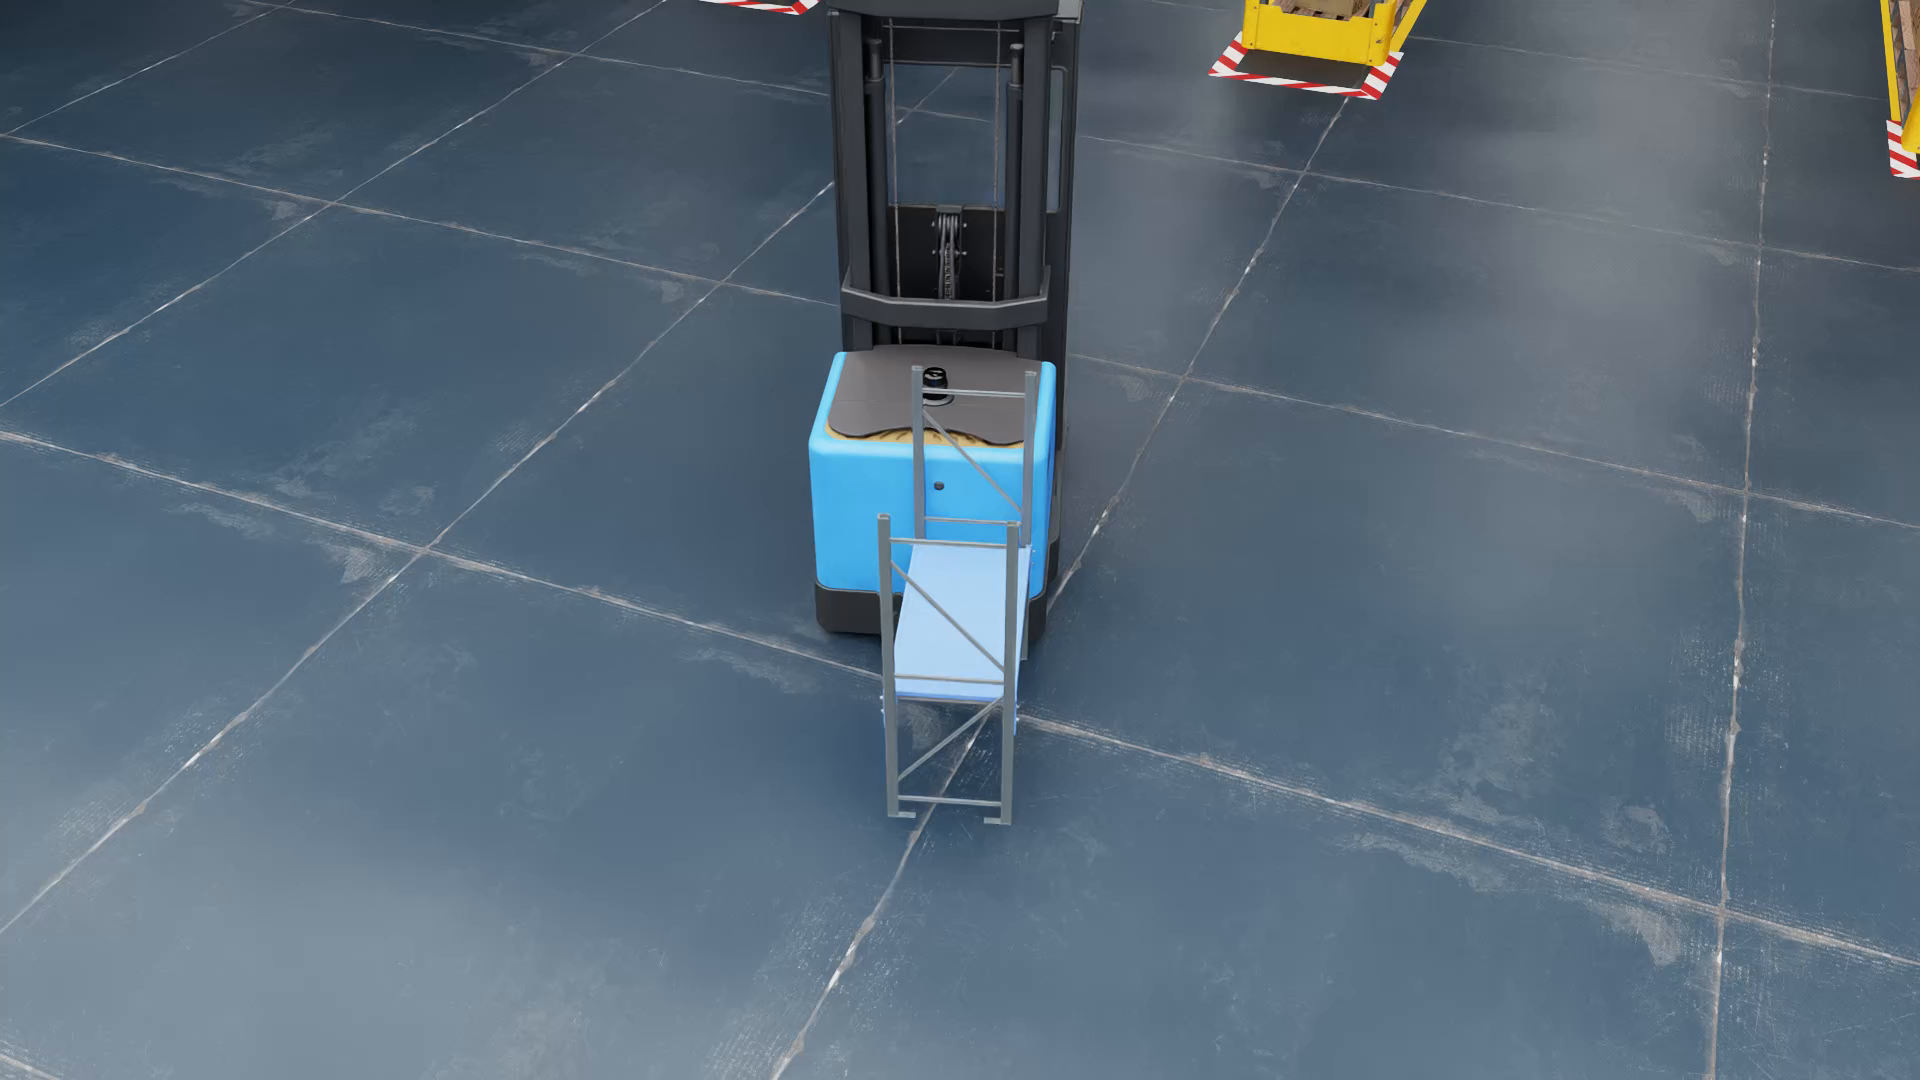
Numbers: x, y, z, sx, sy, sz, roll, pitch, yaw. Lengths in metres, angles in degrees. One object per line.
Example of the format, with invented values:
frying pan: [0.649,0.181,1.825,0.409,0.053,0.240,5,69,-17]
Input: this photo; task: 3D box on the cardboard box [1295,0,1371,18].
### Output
cardboard box: [3.127,-4.681,13.744,0.500,0.500,0.500,21,42,26]

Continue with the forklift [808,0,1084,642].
forklift: [-0.003,-1.578,7.913,1.130,2.935,3.031,3,37,4]

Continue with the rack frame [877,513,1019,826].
rack frame: [-0.042,0.530,6.288,0.500,1.500,0.032,3,37,4]

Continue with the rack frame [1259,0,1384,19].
rack frame: [2.873,-5.172,12.664,1.000,3.000,0.127,14,39,18]

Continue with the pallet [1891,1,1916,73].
pallet: [8.120,-4.003,13.429,1.003,0.211,1.213,14,39,18]

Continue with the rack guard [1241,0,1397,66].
rack guard: [2.902,-4.213,13.469,1.175,0.500,0.348,14,39,18]

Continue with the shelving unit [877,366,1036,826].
shelving unit: [0.007,0.227,6.694,0.538,1.500,1.048,3,37,4]

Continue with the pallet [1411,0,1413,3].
pallet: [3.710,-5.212,15.047,1.003,0.211,1.213,14,39,18]

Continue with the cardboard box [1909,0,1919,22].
cardboard box: [8.300,-4.686,13.437,0.875,0.875,0.875,14,39,18]

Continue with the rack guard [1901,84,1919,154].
rack guard: [7.413,-2.972,11.808,1.175,0.500,0.348,14,39,18]

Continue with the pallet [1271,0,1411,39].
pallet: [3.244,-4.539,14.146,1.003,0.211,1.213,14,39,18]

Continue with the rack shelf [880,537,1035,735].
rack shelf: [0.007,0.371,6.801,0.538,0.185,1.000,3,37,4]

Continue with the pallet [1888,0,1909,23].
pallet: [8.582,-4.681,14.336,1.003,0.211,1.213,14,39,18]

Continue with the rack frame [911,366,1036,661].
rack frame: [0.055,-0.076,7.099,0.500,1.500,0.032,3,37,4]

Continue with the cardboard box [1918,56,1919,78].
cardboard box: [7.619,-3.694,12.110,0.875,0.875,0.875,14,39,18]

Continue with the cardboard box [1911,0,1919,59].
cardboard box: [7.952,-4.181,12.763,0.875,0.875,0.875,13,39,17]

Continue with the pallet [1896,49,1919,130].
pallet: [7.654,-3.330,12.528,1.003,0.211,1.213,14,39,18]
